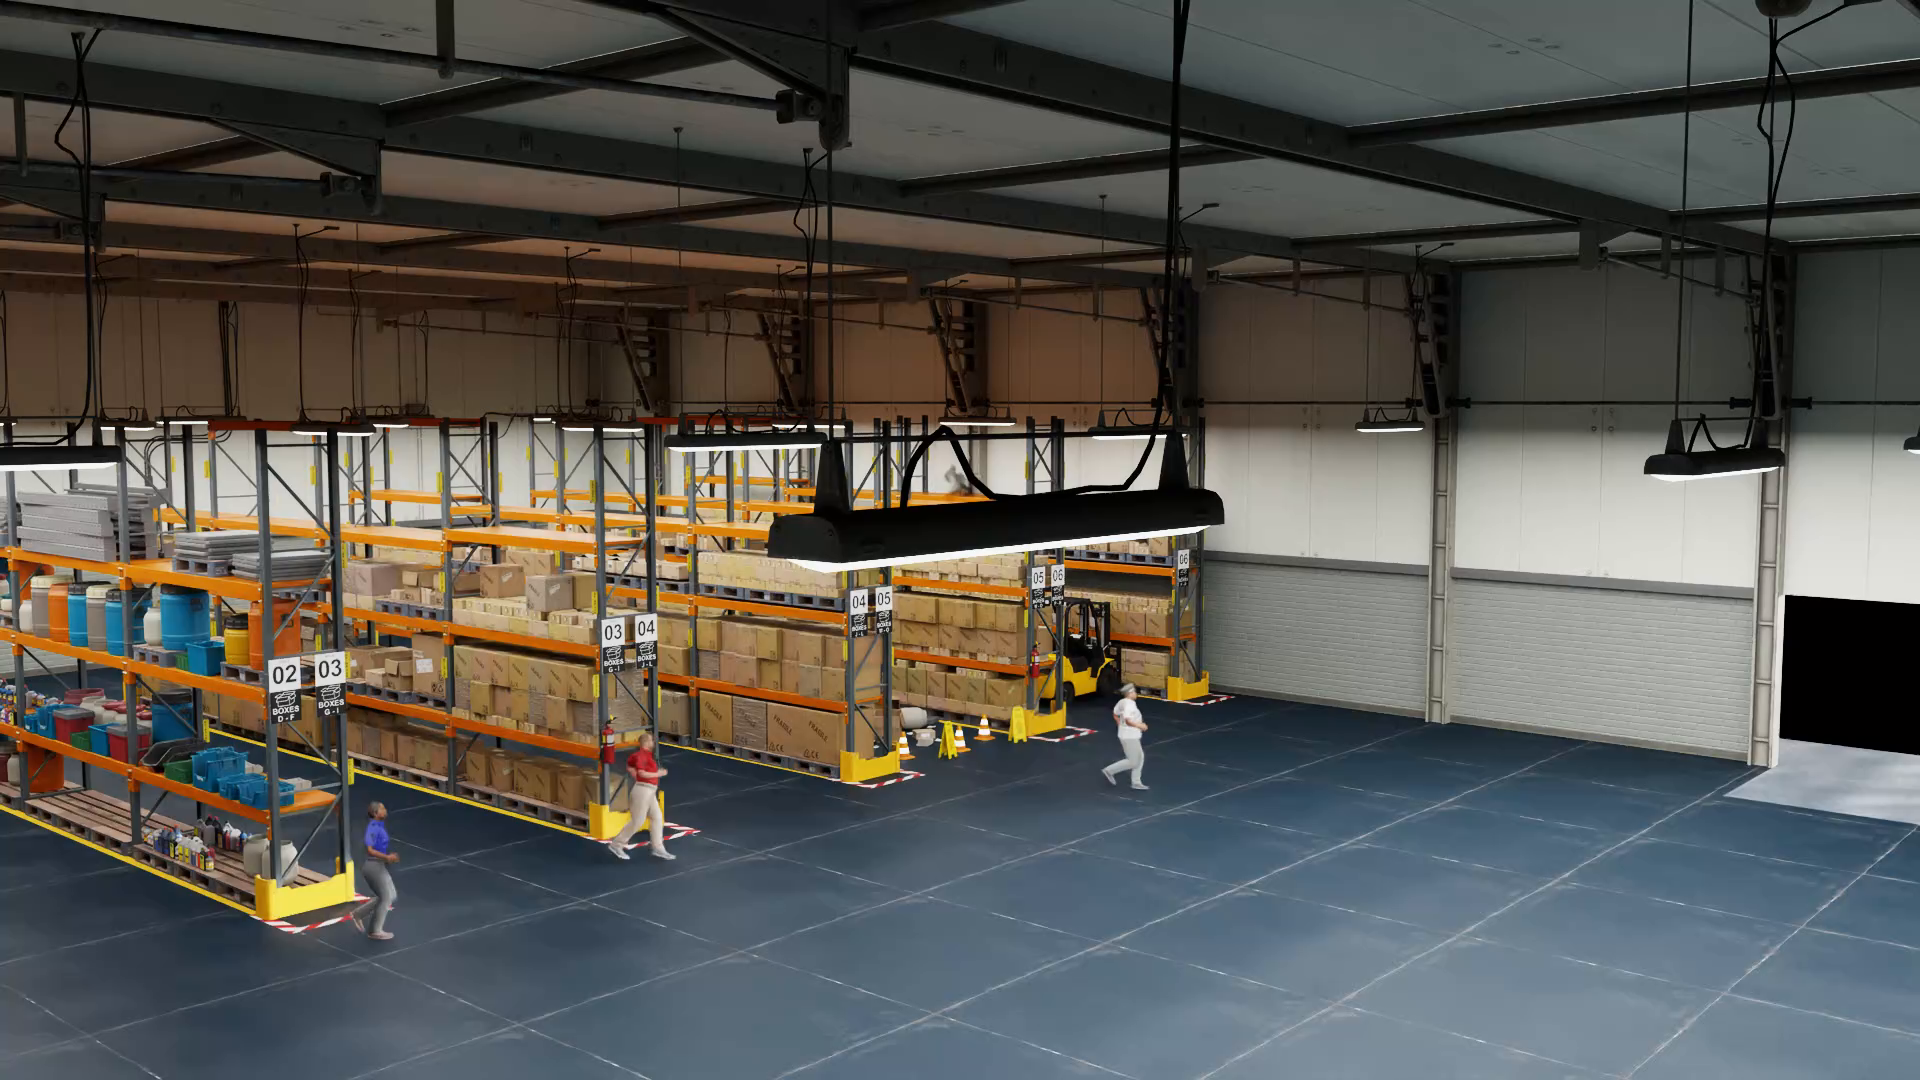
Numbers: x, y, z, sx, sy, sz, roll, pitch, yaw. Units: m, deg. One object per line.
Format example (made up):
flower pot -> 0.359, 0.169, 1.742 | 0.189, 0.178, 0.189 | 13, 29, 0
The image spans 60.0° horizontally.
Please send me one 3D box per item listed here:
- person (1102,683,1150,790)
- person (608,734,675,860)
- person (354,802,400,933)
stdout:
person -> 2.715, 3.213, 27.094 | 0.800, 1.780, 0.461 | 0, 5, -5
person -> -4.420, 3.564, 23.134 | 0.906, 1.727, 0.683 | -1, 5, -6
person -> -6.915, 3.863, 19.721 | 0.550, 1.528, 0.638 | -1, 5, -12
